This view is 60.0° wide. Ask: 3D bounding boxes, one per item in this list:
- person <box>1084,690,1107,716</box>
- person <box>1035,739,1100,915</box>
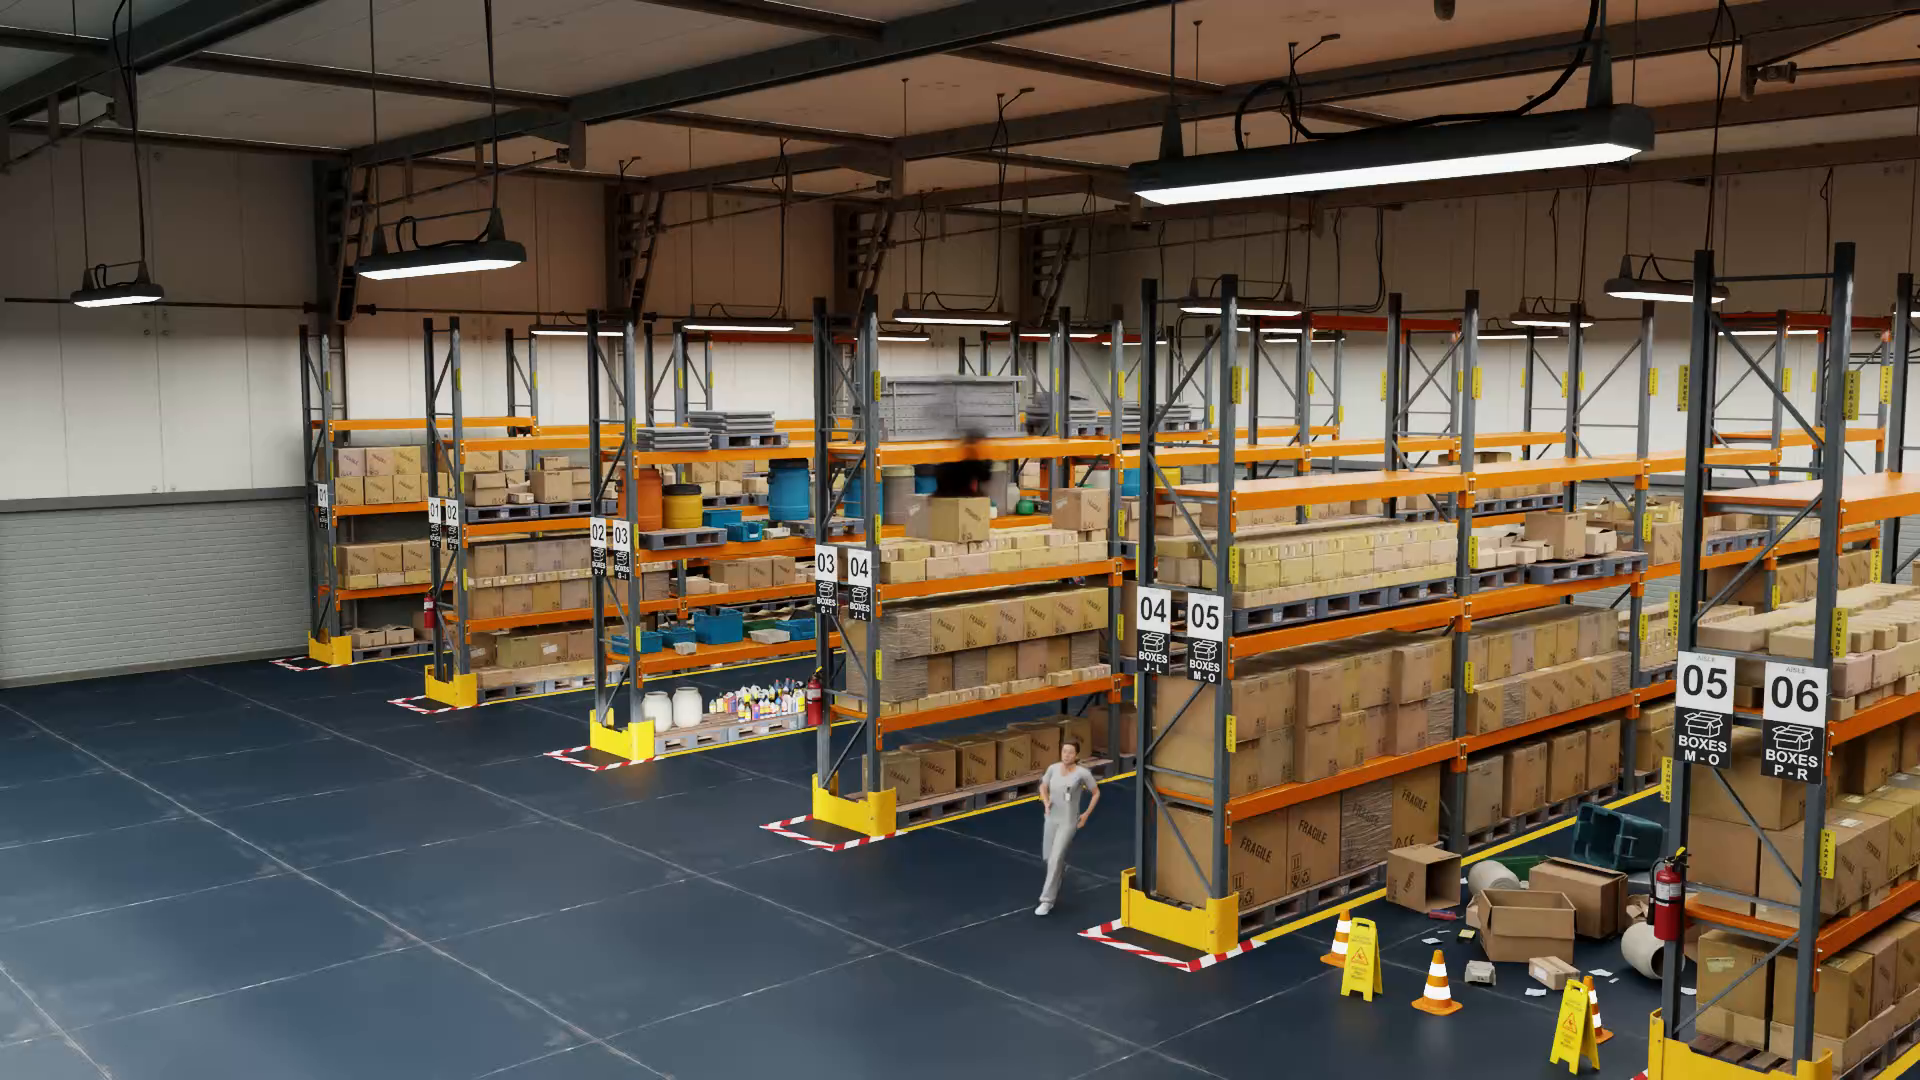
[{"bbox_3d":[2.138,1.797,25.329,0.579,1.650,0.851,4,7,36],"label":"person"},{"bbox_3d":[1.041,2.724,16.053,0.601,1.661,0.823,3,6,26],"label":"person"}]
